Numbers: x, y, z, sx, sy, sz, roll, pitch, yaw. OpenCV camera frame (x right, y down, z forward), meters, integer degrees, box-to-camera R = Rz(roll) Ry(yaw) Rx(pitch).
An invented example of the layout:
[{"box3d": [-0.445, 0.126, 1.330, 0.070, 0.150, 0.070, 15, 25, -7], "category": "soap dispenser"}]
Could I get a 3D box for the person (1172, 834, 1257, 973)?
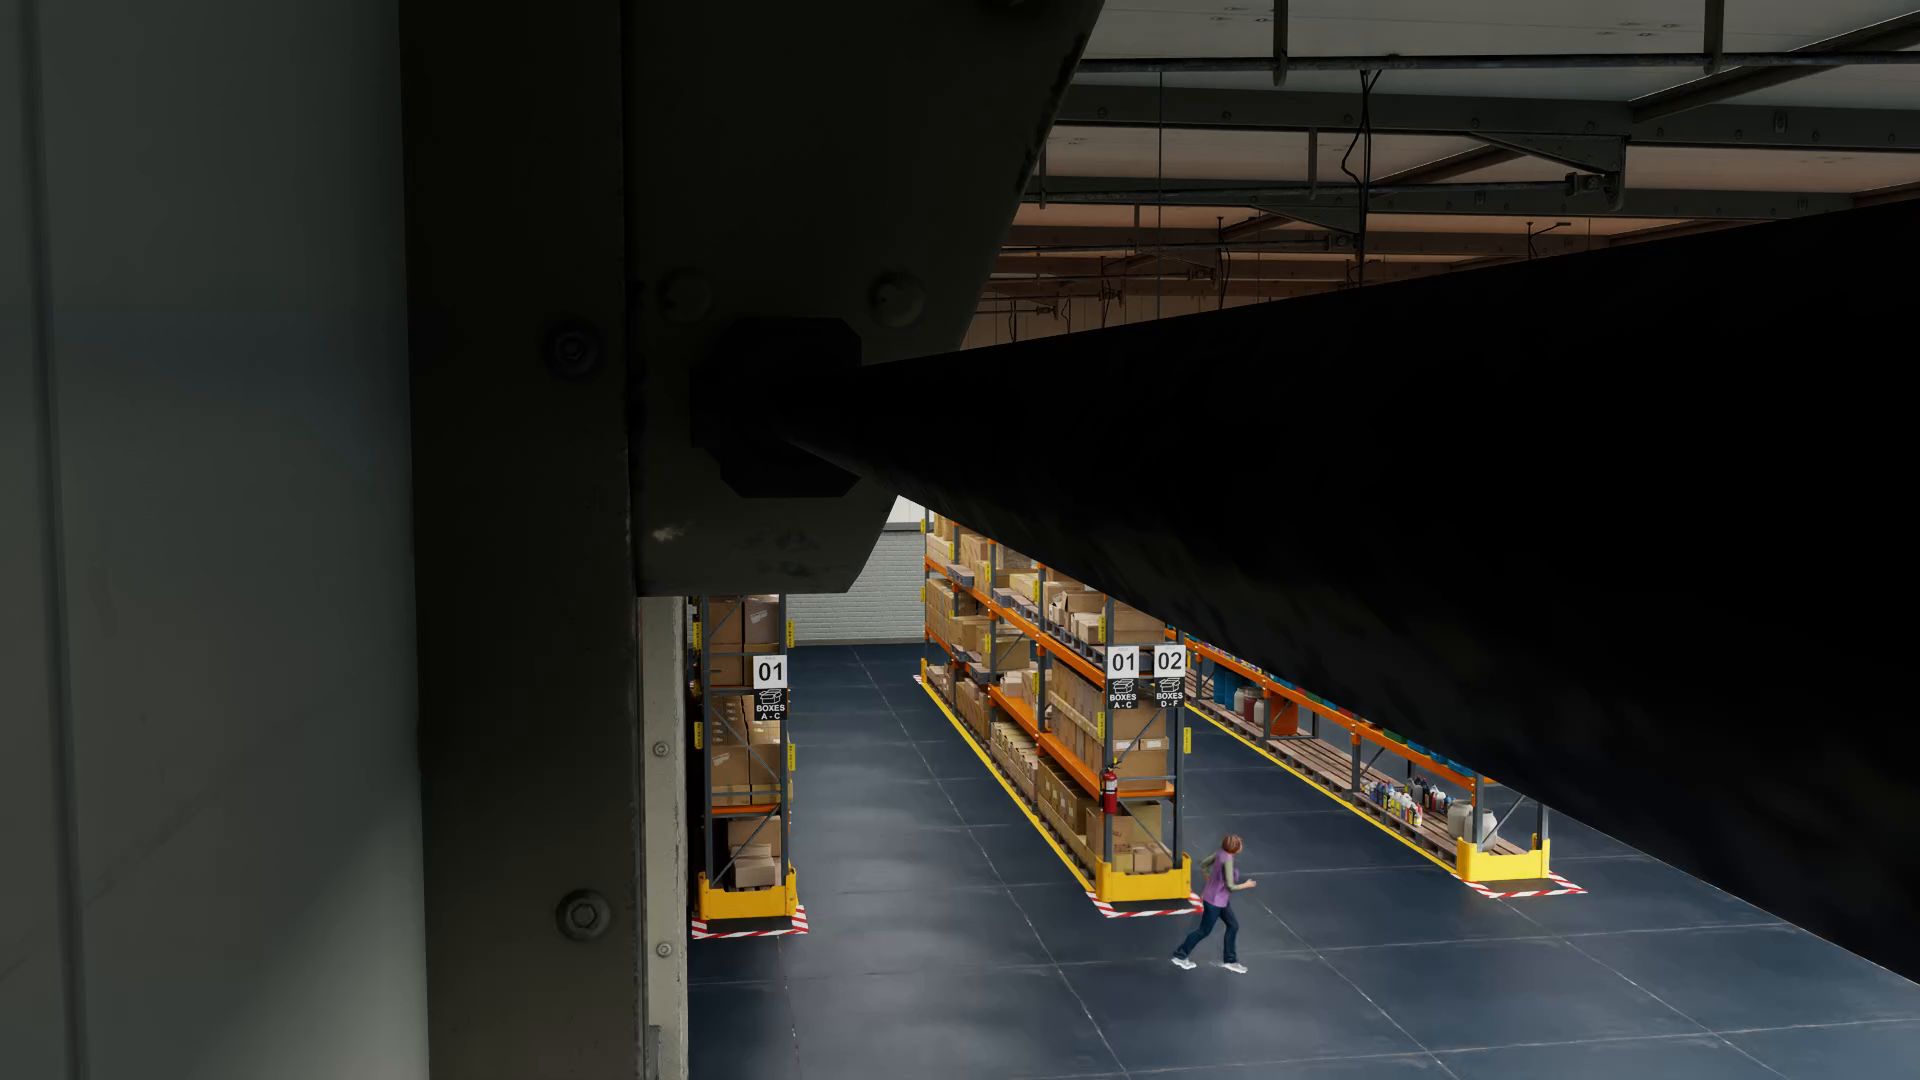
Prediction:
[{"box3d": [2.771, 3.956, 18.093, 0.905, 1.566, 0.533, 1, 5, 7], "category": "person"}]
